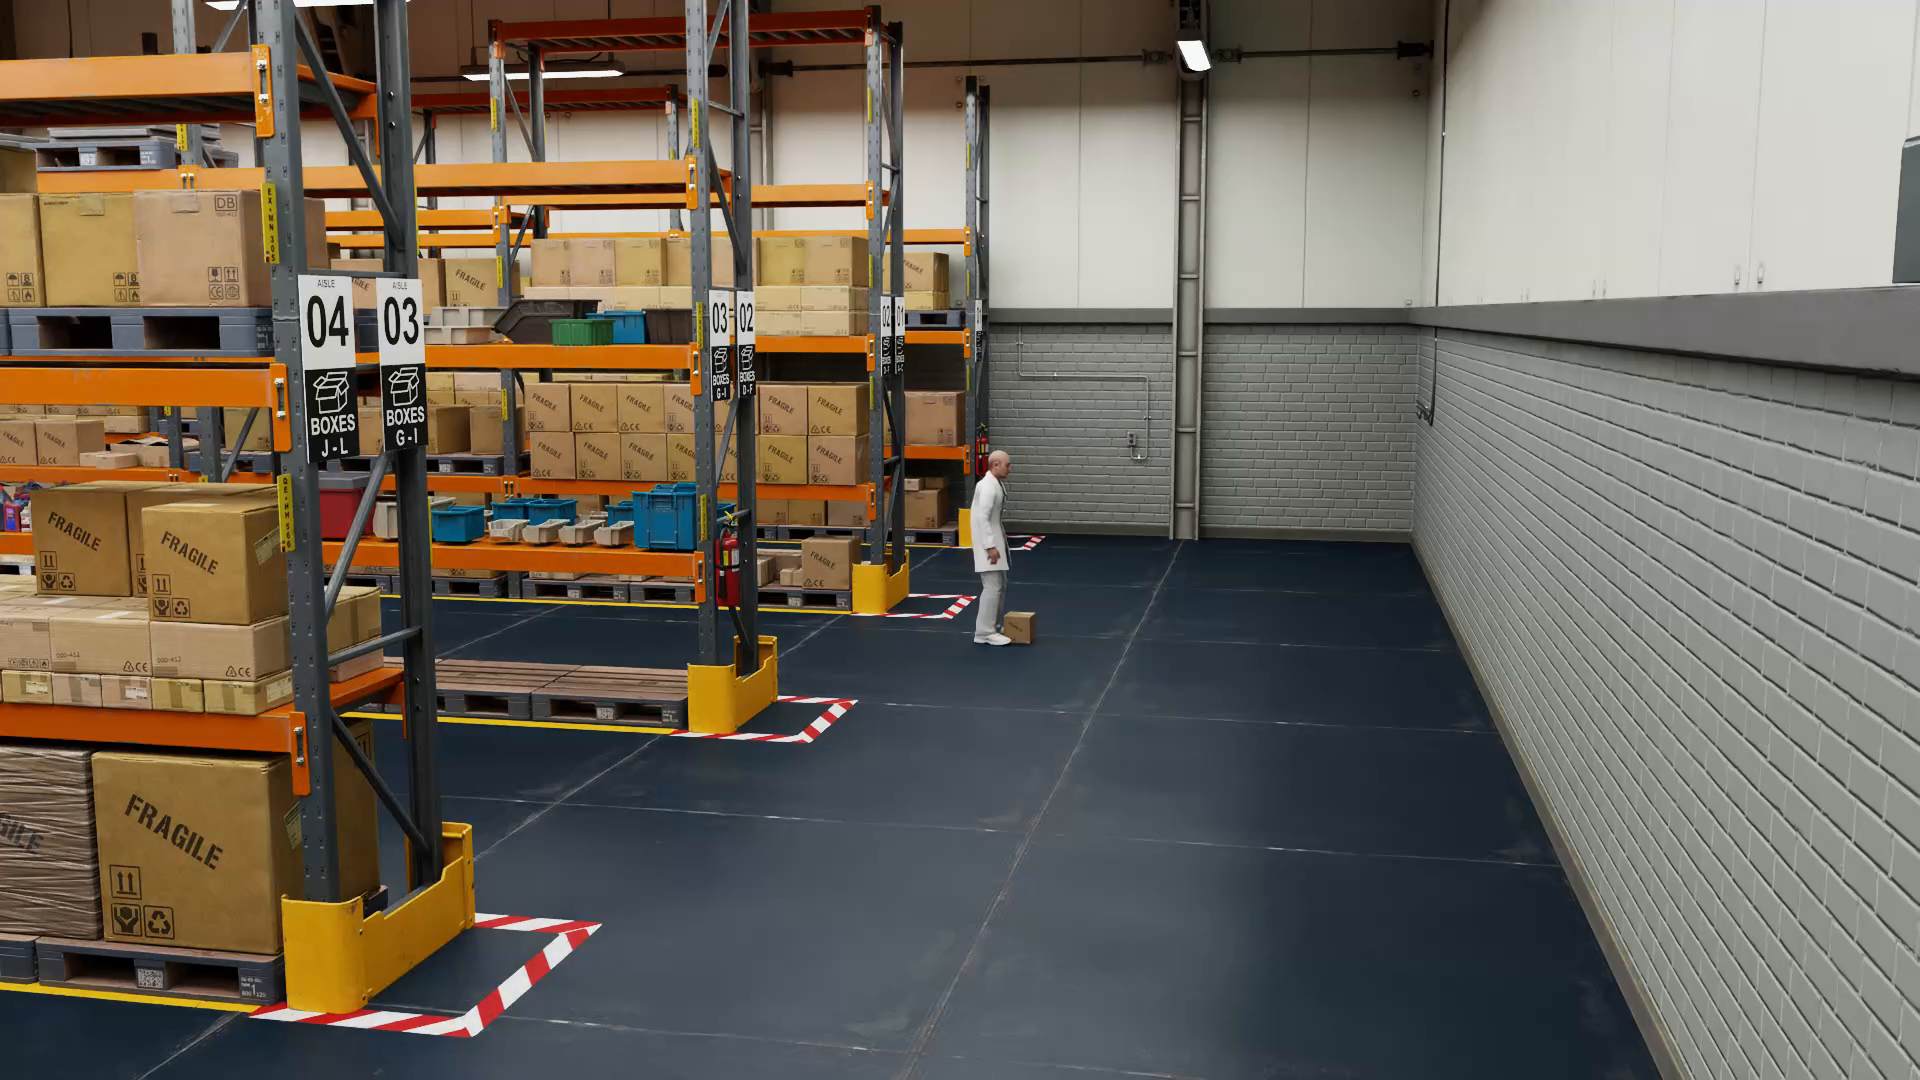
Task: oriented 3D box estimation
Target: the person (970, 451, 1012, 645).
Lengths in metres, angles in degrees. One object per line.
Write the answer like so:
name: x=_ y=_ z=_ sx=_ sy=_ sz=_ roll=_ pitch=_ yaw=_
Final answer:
person: x=0.312 y=0.056 z=15.456 sx=0.424 sy=1.774 sz=0.644 roll=2 pitch=8 yaw=12
